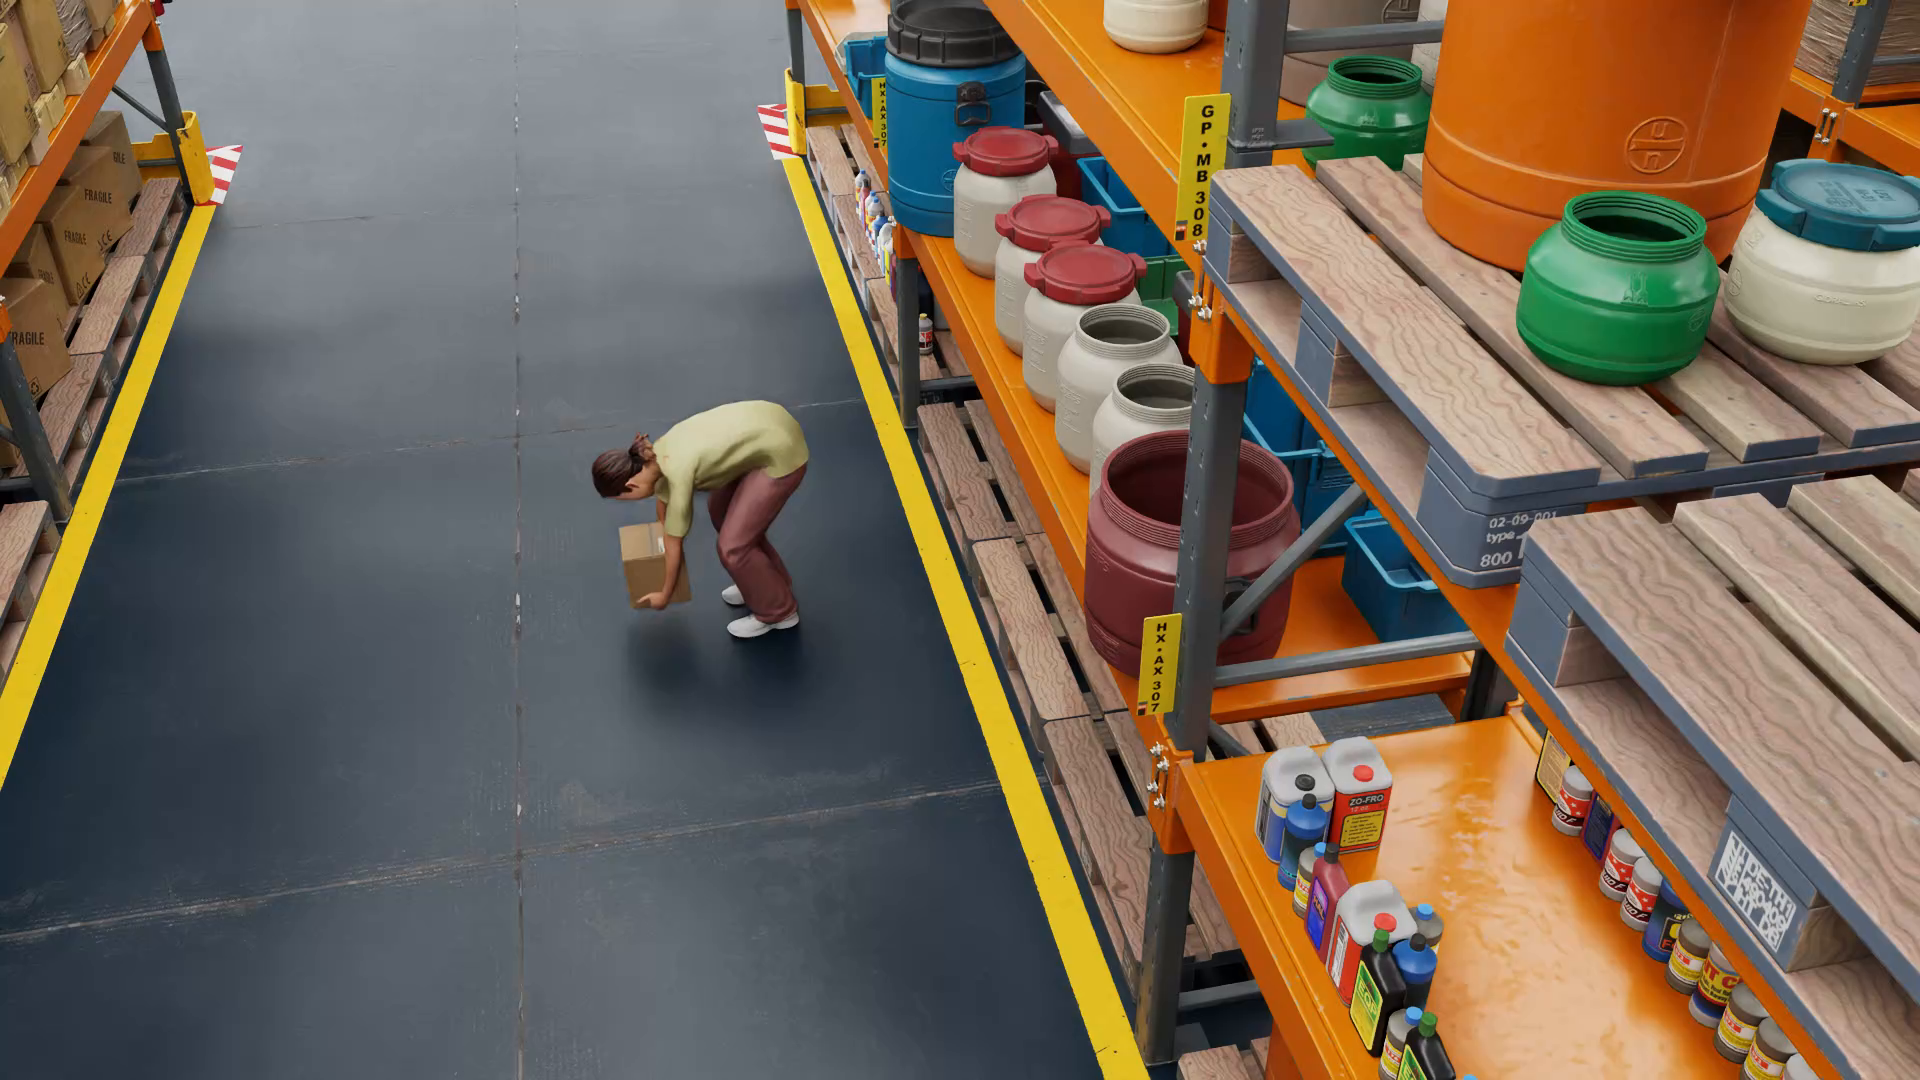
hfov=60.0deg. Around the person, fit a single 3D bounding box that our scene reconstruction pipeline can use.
[{"bbox_3d":[-1.039,-0.069,6.844,0.865,0.997,0.447,-9,35,-12],"label":"person"}]
